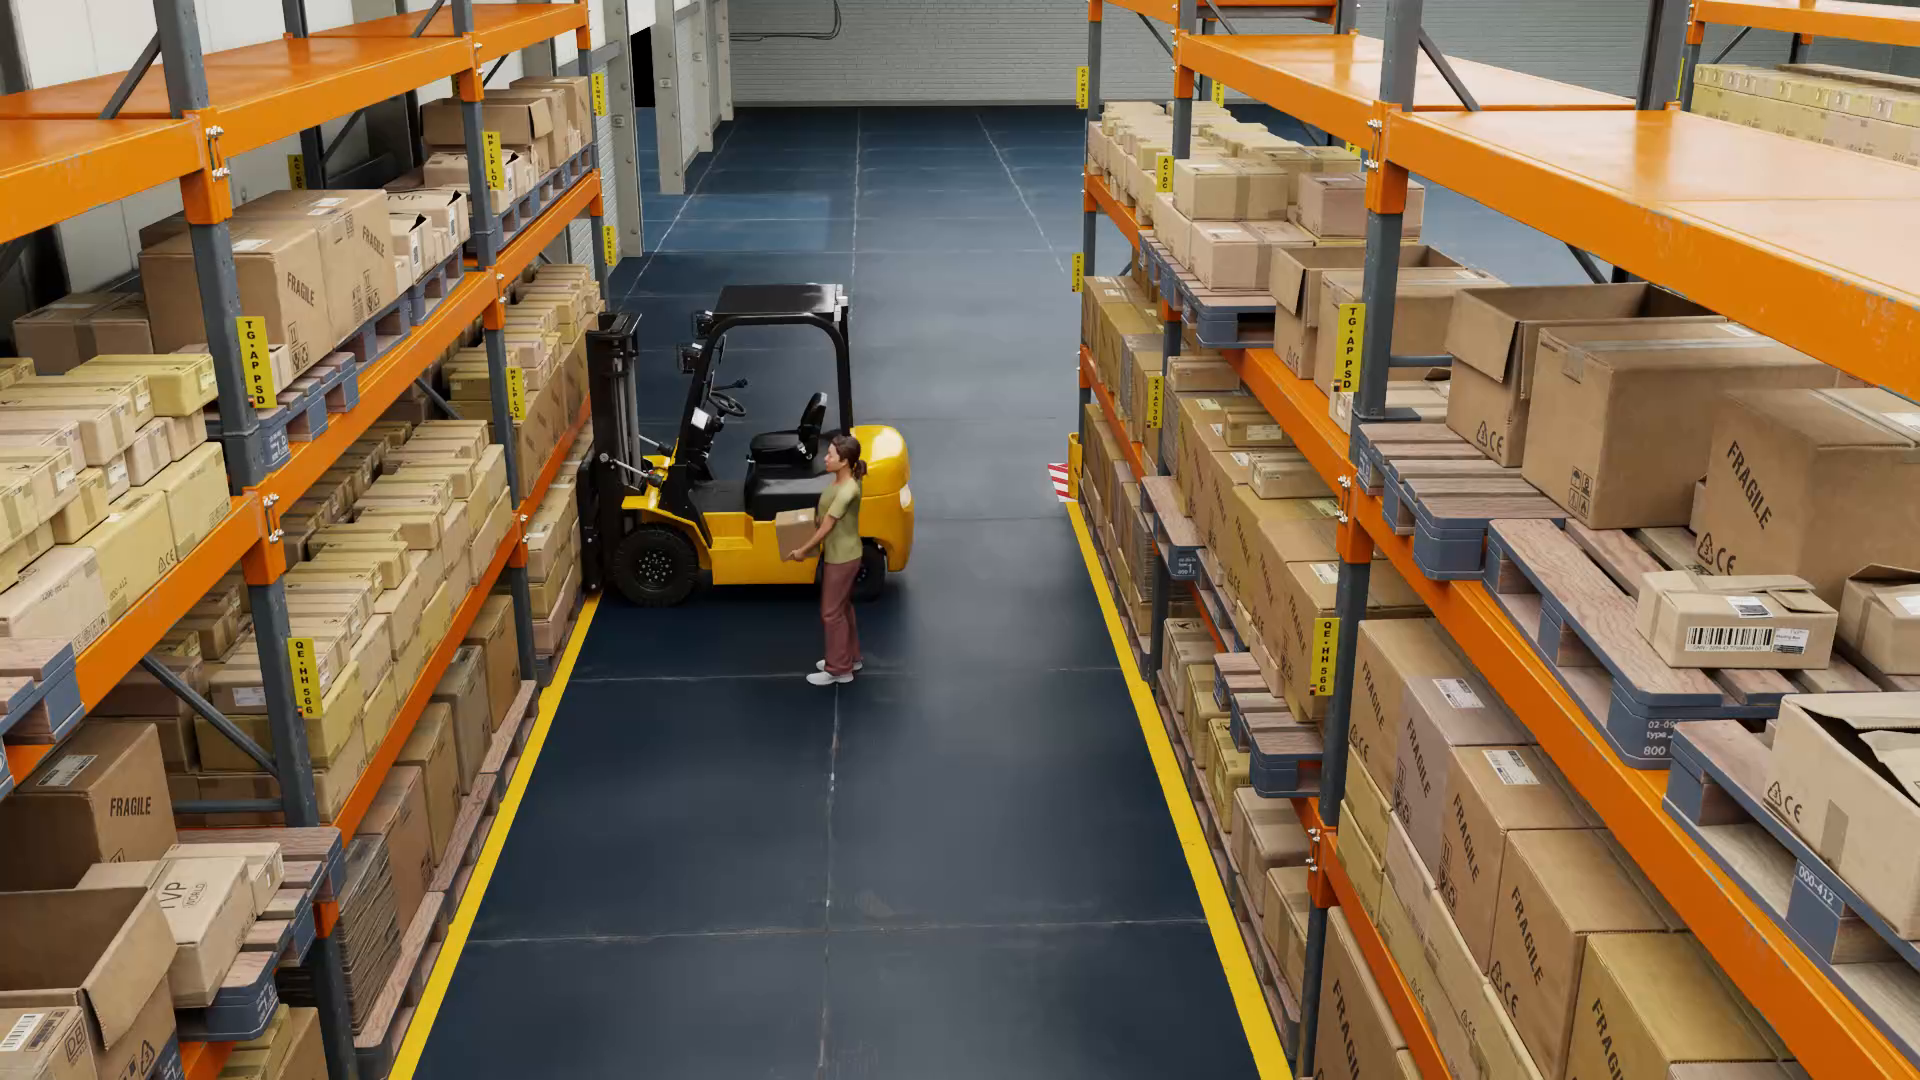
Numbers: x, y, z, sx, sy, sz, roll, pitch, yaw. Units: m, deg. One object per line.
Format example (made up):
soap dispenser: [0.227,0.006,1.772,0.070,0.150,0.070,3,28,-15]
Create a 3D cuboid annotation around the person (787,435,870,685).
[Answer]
person: [-0.843,0.126,10.757,0.538,1.668,0.421,-1,21,-3]
